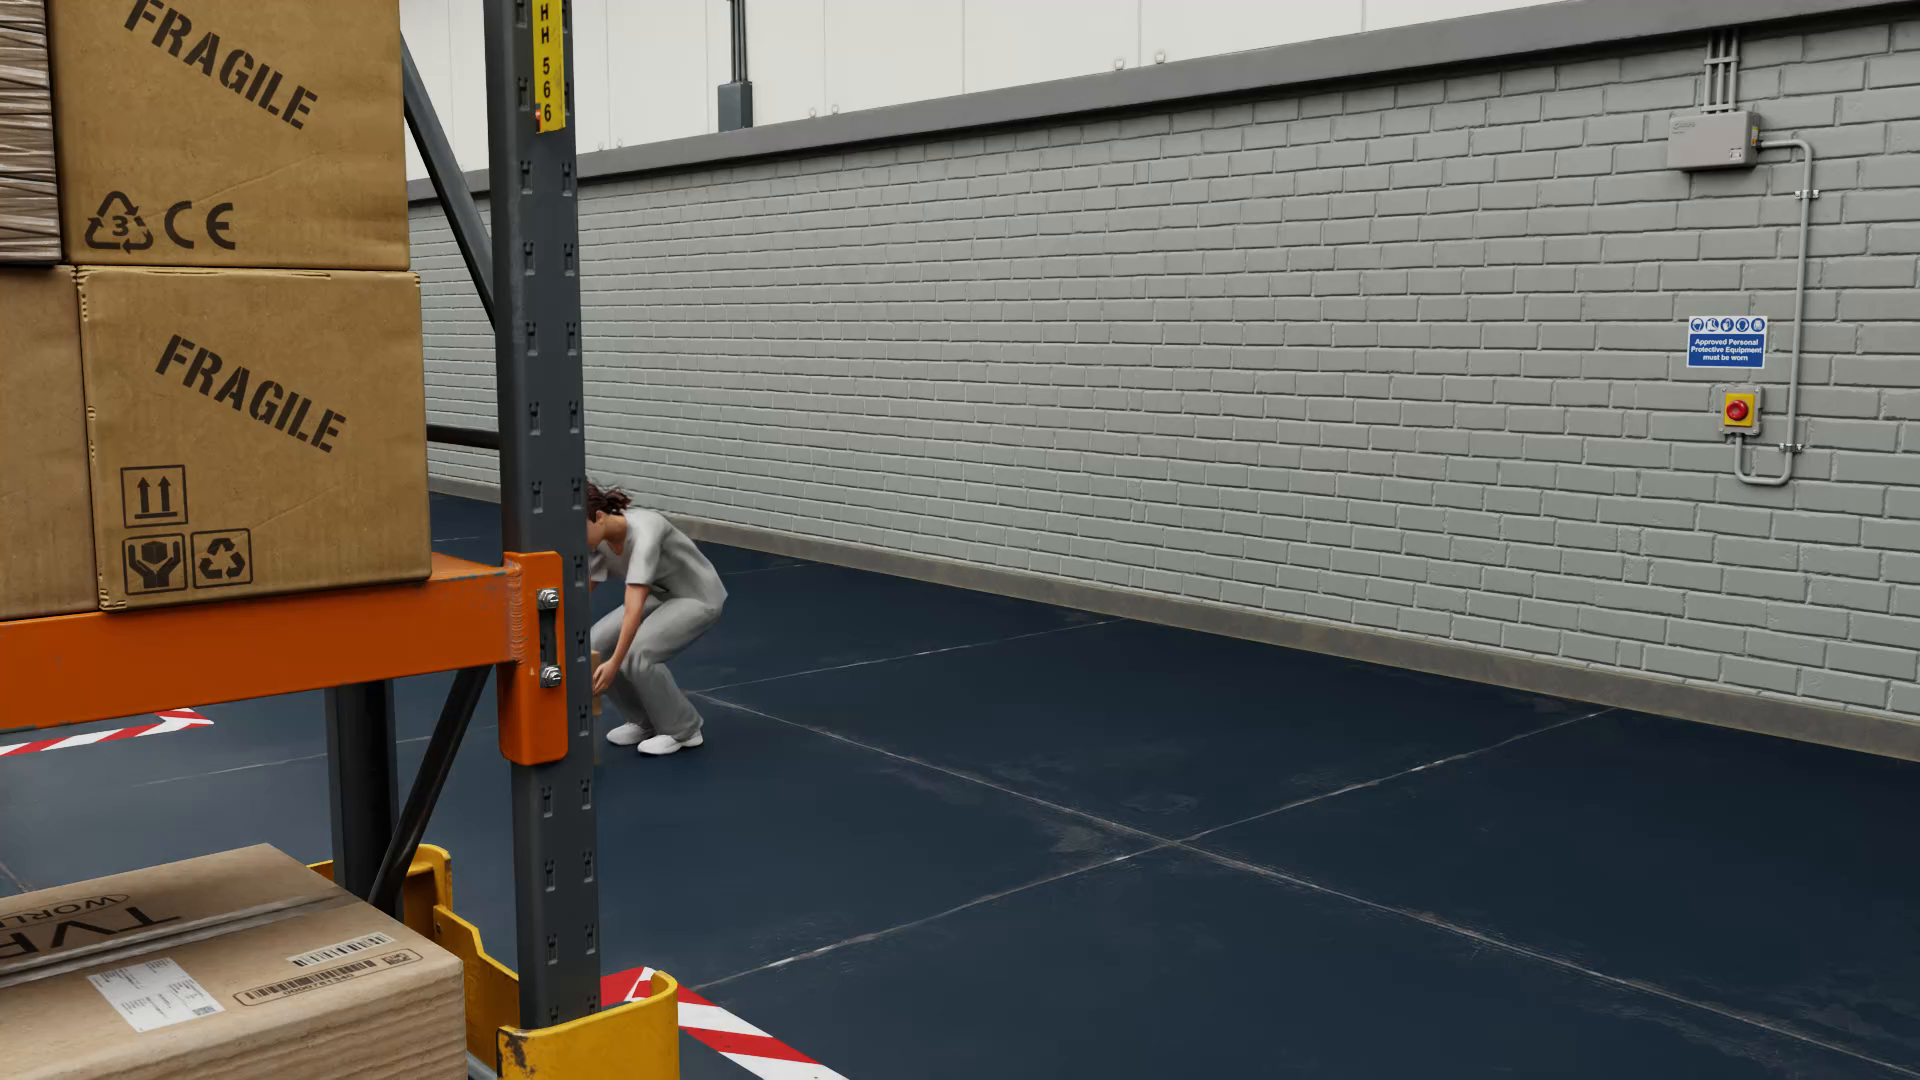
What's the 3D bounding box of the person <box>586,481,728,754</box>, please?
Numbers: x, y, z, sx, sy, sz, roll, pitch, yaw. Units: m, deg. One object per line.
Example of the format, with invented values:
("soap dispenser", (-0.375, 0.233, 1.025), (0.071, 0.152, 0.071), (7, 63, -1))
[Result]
("person", (-1.281, 0.299, 6.675), (0.747, 1.116, 0.496), (-7, 10, -41))
